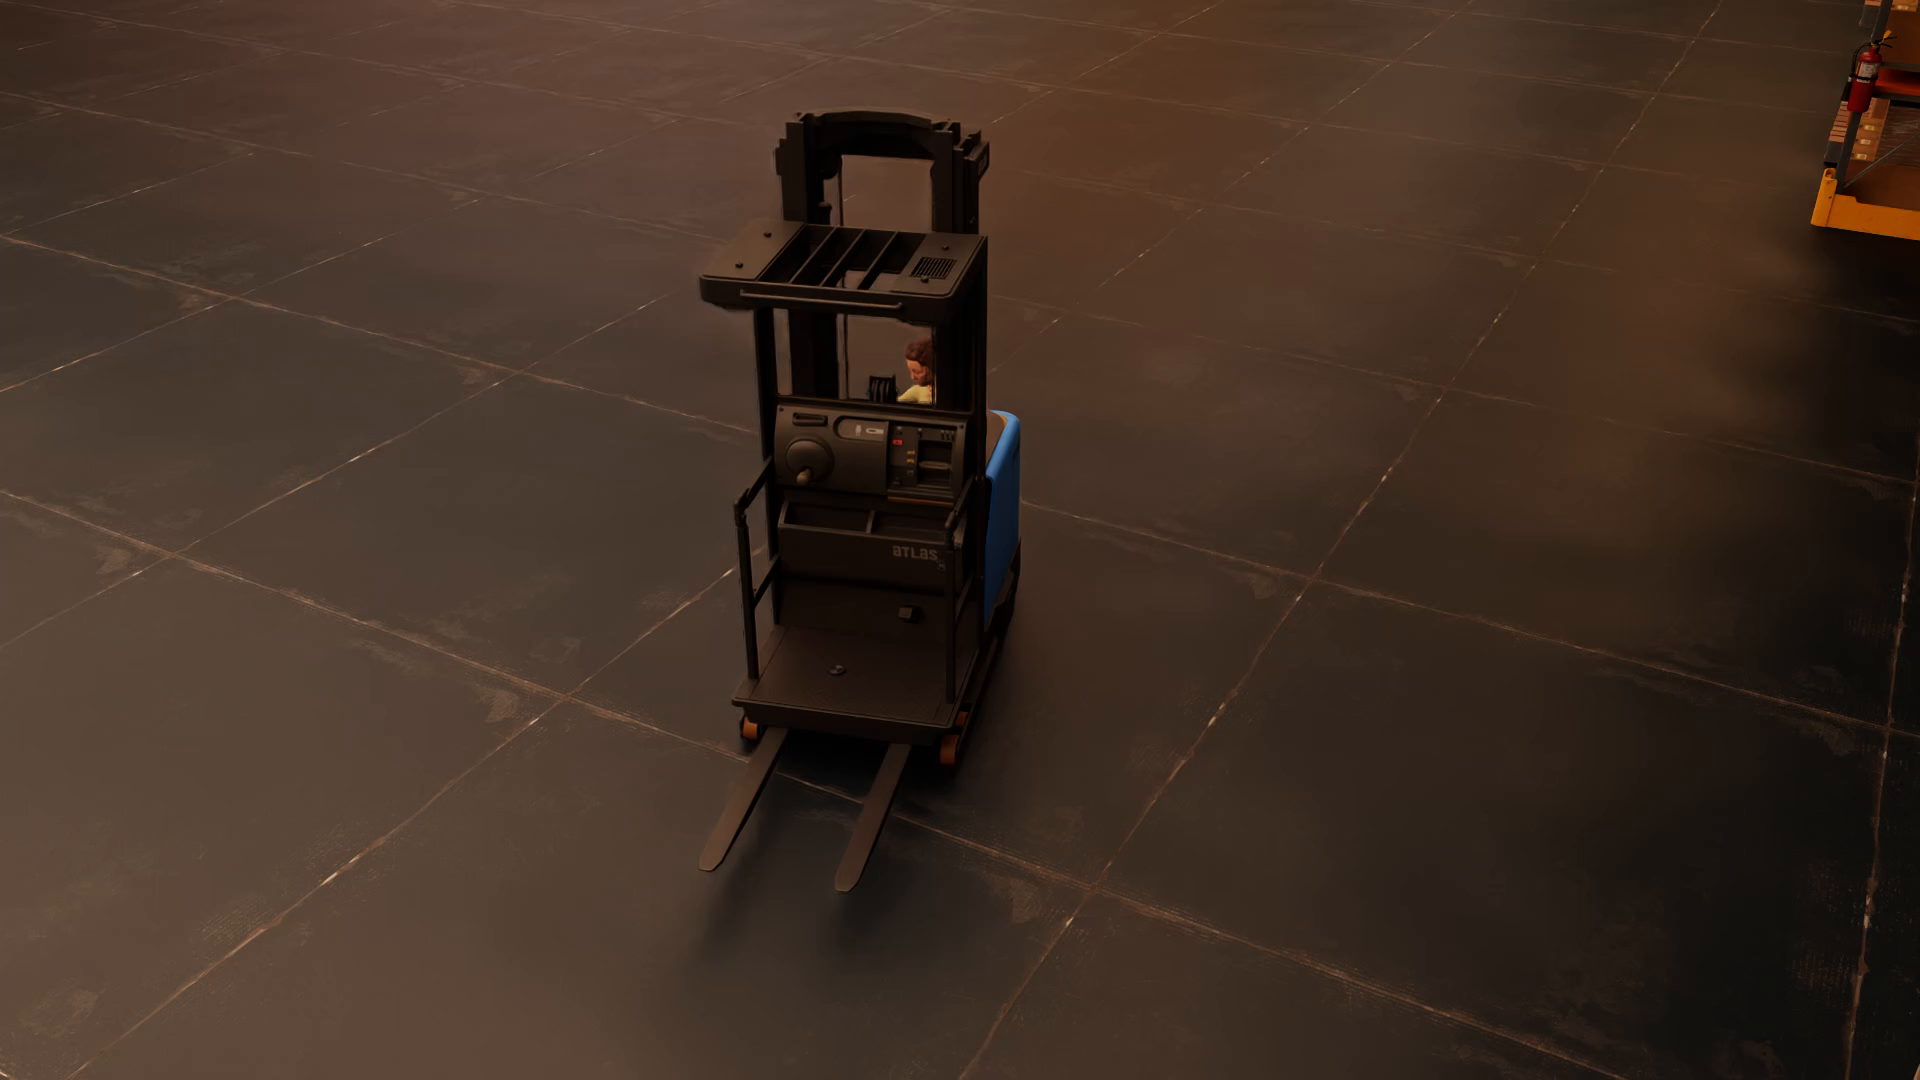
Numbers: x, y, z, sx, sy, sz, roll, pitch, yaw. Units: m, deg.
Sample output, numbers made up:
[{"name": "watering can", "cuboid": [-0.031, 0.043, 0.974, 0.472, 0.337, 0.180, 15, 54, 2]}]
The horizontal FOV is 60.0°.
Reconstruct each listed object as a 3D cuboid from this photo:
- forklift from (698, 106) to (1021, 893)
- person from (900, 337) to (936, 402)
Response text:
[{"name": "forklift", "cuboid": [-0.471, -0.370, 7.712, 1.130, 2.935, 3.031, 6, 31, 11]}, {"name": "person", "cuboid": [-0.253, -0.385, 9.196, 0.712, 1.473, 0.844, -24, 37, -35]}]
